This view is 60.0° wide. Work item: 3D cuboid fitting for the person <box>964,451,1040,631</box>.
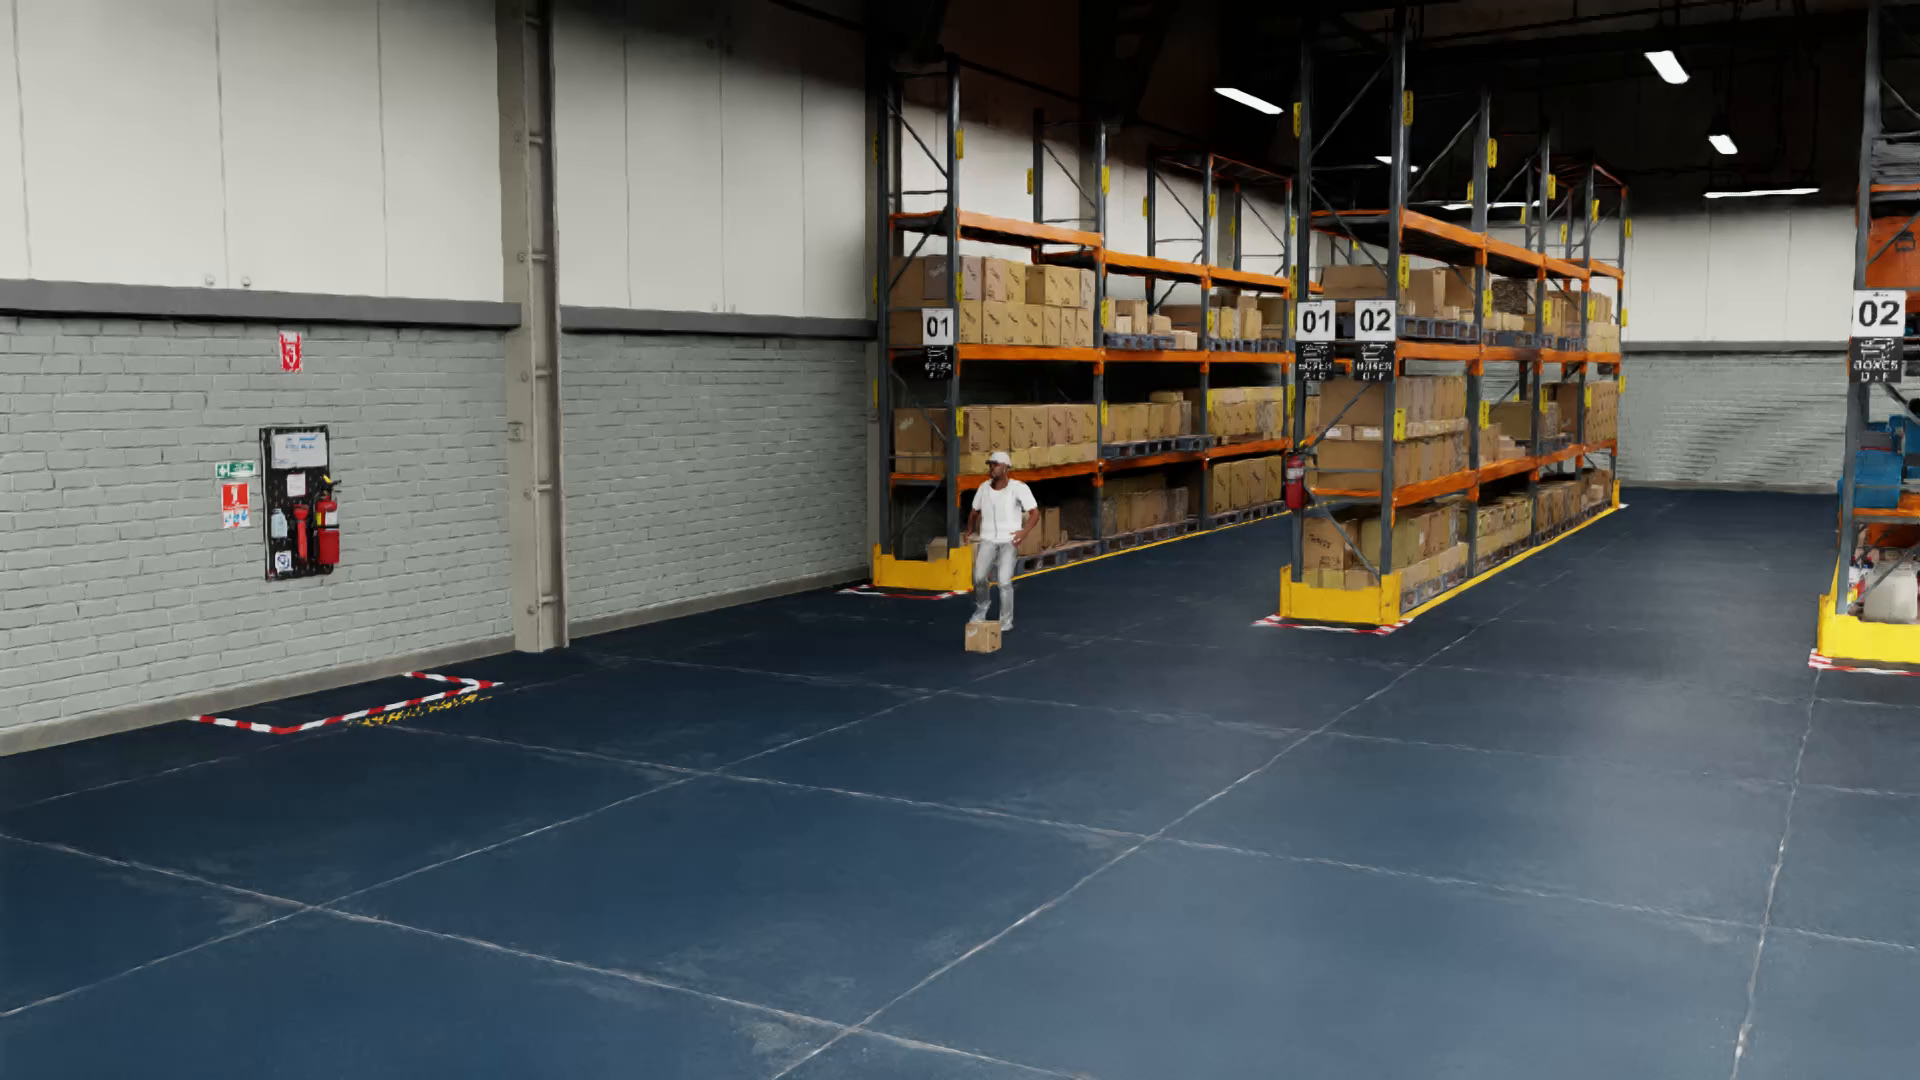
[{"bbox_3d":[0.390,0.015,16.026,0.746,1.731,0.522,2,6,17],"label":"person"}]
